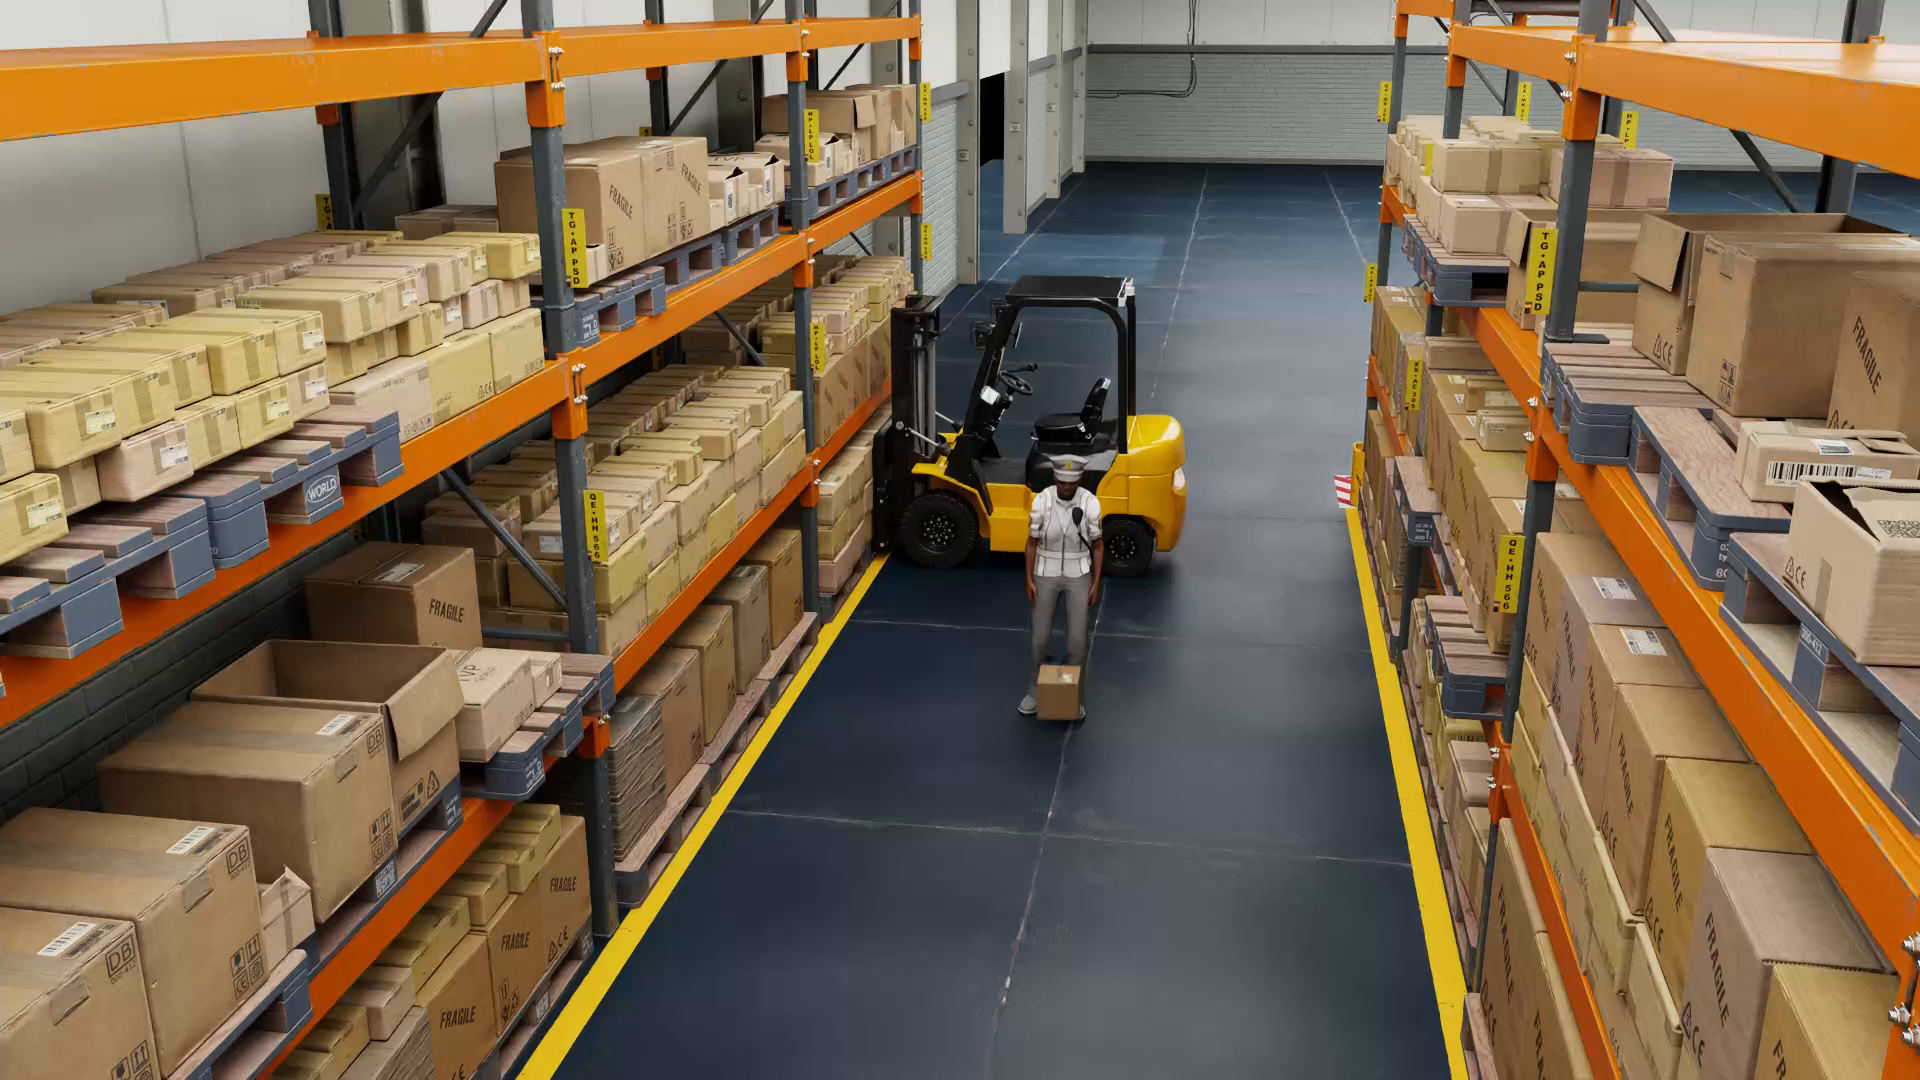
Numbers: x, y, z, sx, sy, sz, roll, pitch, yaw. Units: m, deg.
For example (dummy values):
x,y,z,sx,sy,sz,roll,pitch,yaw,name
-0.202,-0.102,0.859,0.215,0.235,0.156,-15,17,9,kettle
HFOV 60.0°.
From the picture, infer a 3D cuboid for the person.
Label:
x,y,z,sx,sy,sz,roll,pitch,yaw,name
0.626,0.269,10.226,0.503,1.661,0.424,2,18,7,person
